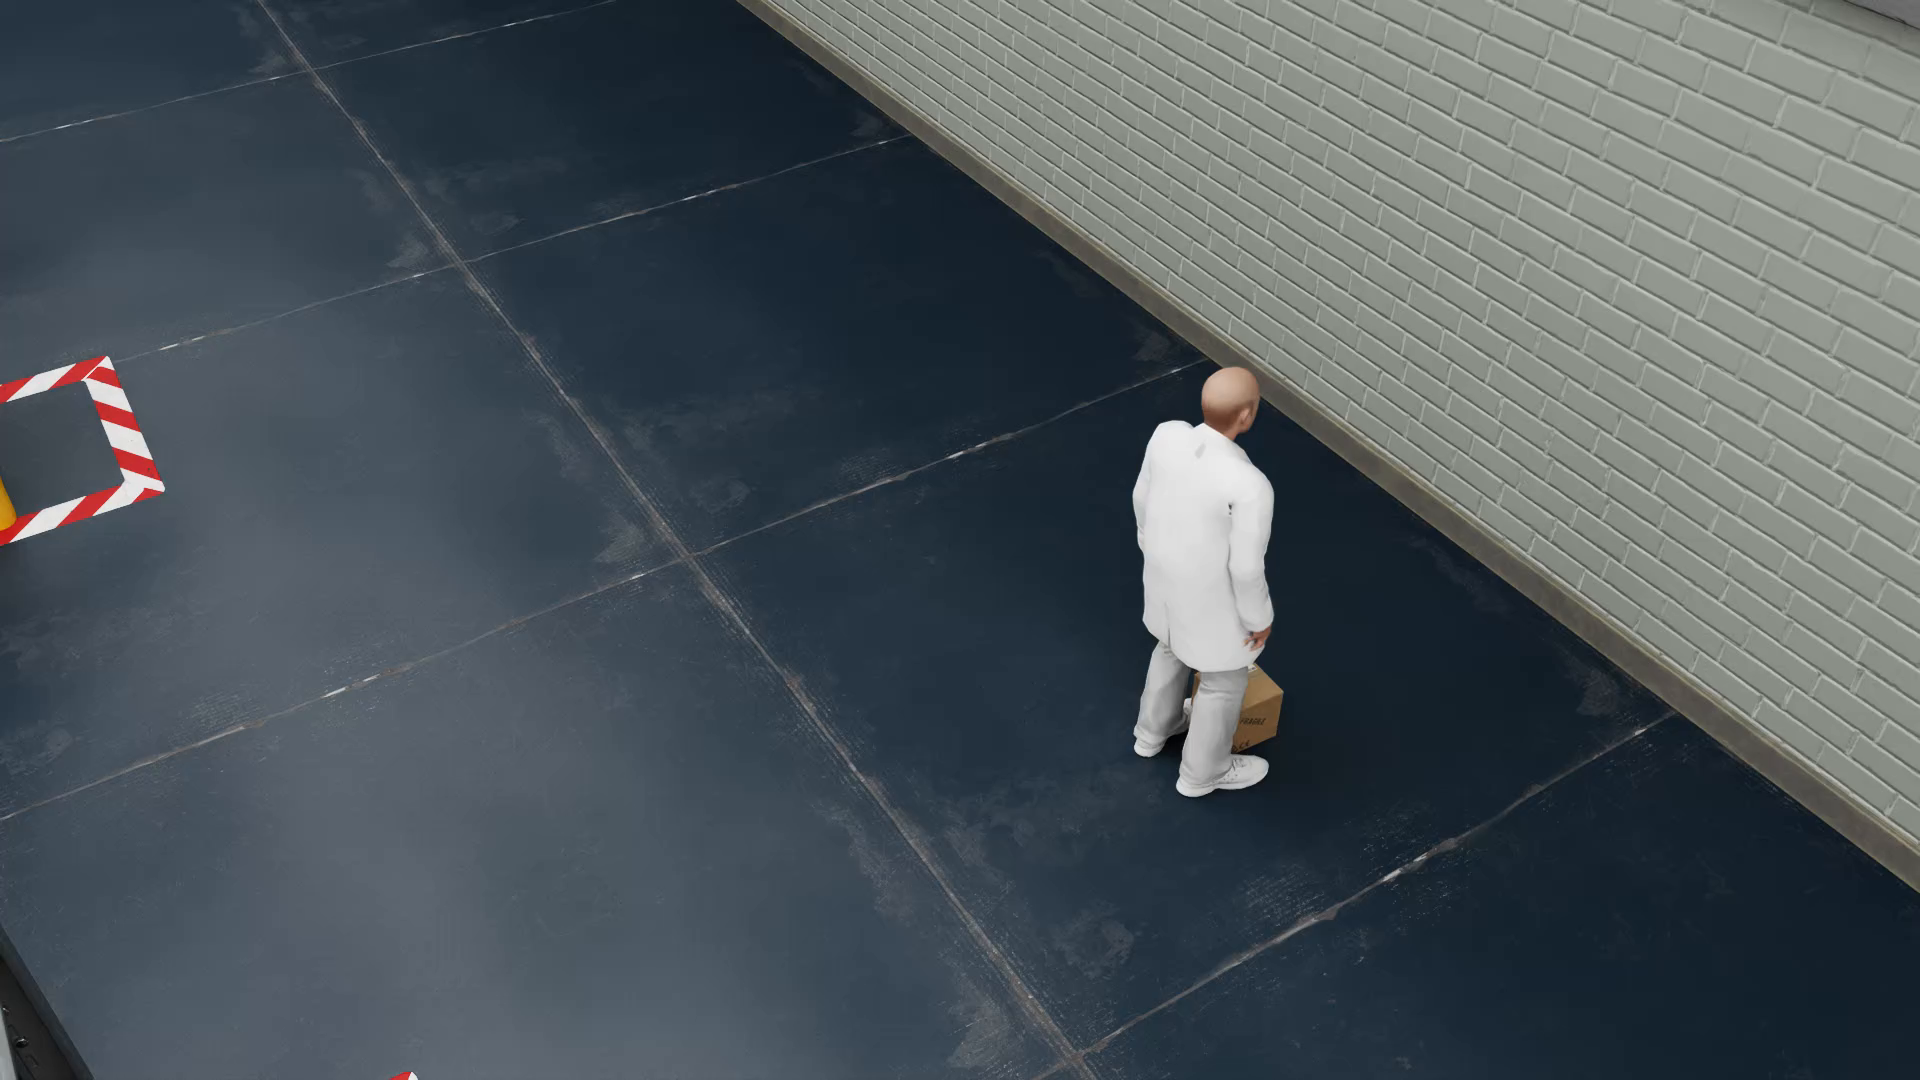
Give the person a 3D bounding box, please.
[{"bbox_3d":[0.873,0.155,5.987,0.429,1.772,0.648,-25,46,-27],"label":"person"}]
